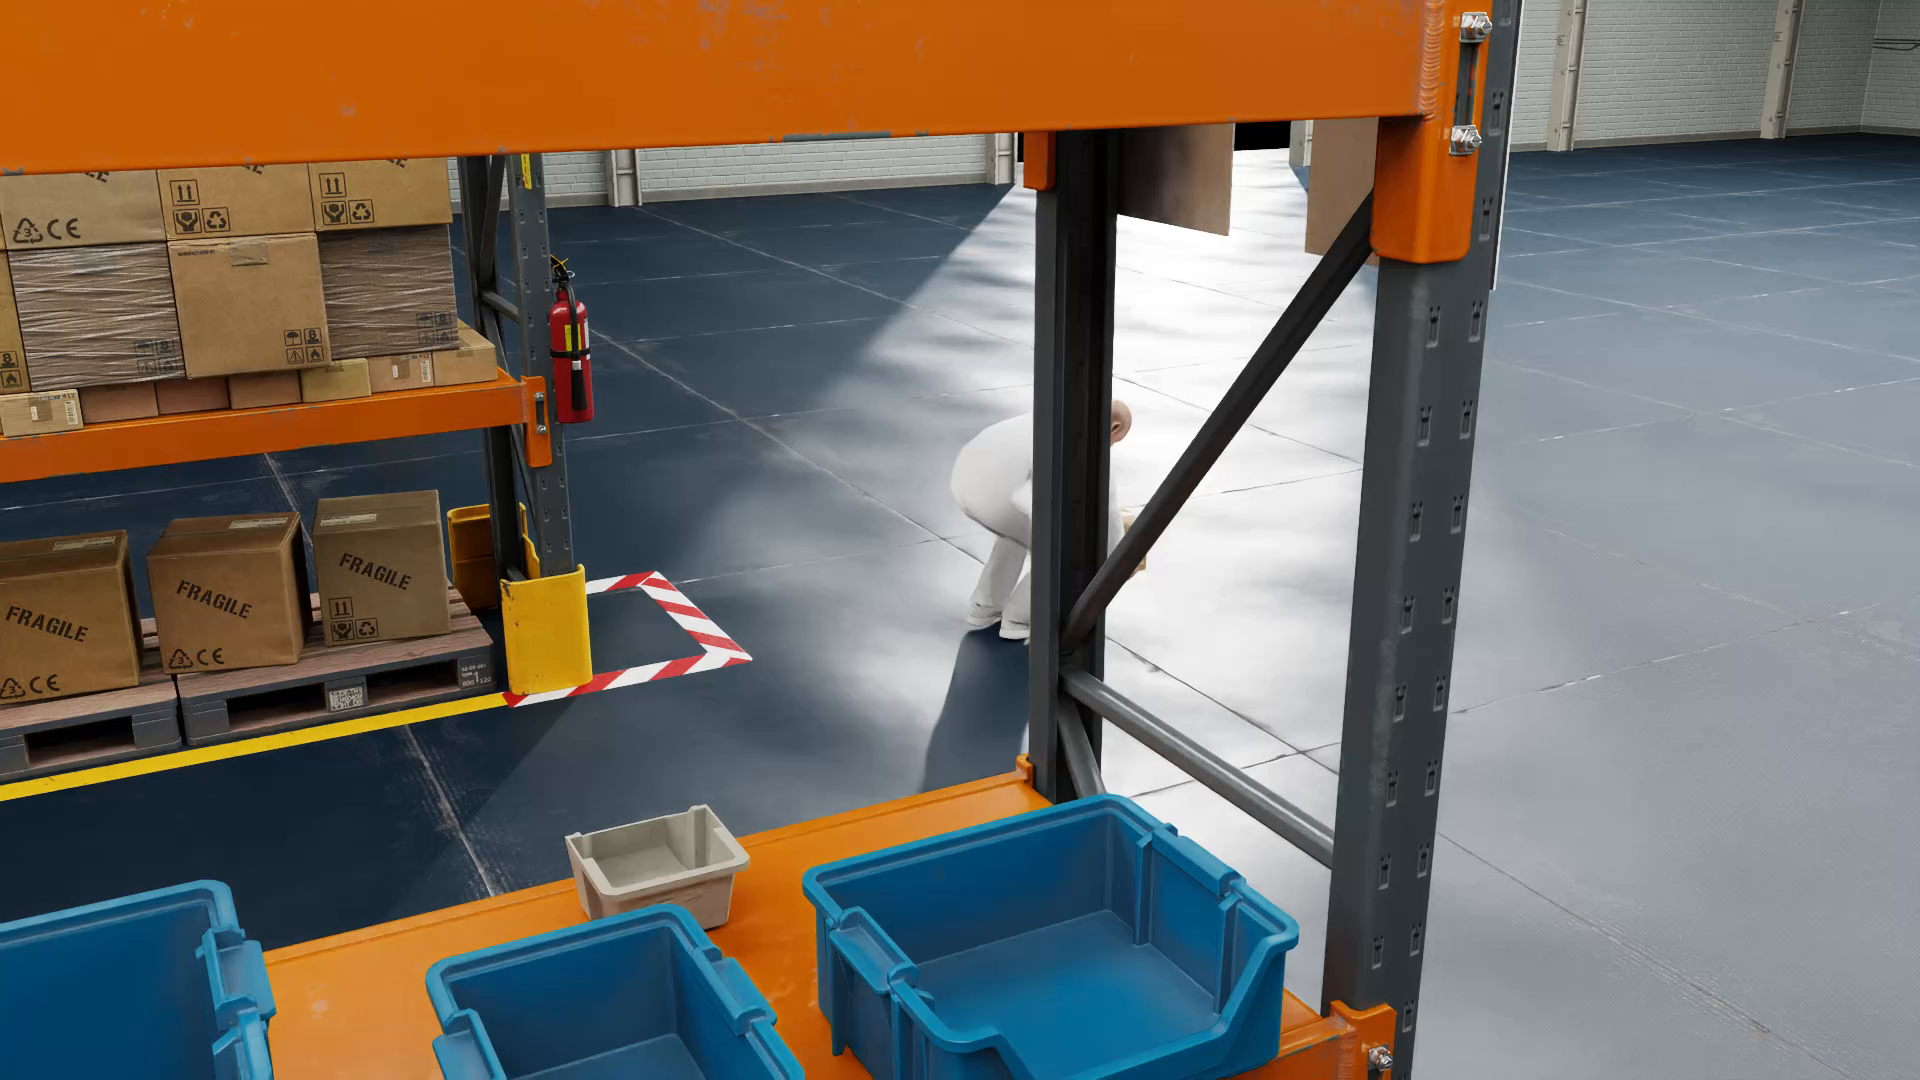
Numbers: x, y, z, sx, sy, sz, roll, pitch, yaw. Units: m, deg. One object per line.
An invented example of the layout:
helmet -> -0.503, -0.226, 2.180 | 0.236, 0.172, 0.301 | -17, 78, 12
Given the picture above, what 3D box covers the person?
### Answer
person -> 0.390, -0.097, 7.613 | 0.939, 1.005, 0.591 | -11, 21, -29
